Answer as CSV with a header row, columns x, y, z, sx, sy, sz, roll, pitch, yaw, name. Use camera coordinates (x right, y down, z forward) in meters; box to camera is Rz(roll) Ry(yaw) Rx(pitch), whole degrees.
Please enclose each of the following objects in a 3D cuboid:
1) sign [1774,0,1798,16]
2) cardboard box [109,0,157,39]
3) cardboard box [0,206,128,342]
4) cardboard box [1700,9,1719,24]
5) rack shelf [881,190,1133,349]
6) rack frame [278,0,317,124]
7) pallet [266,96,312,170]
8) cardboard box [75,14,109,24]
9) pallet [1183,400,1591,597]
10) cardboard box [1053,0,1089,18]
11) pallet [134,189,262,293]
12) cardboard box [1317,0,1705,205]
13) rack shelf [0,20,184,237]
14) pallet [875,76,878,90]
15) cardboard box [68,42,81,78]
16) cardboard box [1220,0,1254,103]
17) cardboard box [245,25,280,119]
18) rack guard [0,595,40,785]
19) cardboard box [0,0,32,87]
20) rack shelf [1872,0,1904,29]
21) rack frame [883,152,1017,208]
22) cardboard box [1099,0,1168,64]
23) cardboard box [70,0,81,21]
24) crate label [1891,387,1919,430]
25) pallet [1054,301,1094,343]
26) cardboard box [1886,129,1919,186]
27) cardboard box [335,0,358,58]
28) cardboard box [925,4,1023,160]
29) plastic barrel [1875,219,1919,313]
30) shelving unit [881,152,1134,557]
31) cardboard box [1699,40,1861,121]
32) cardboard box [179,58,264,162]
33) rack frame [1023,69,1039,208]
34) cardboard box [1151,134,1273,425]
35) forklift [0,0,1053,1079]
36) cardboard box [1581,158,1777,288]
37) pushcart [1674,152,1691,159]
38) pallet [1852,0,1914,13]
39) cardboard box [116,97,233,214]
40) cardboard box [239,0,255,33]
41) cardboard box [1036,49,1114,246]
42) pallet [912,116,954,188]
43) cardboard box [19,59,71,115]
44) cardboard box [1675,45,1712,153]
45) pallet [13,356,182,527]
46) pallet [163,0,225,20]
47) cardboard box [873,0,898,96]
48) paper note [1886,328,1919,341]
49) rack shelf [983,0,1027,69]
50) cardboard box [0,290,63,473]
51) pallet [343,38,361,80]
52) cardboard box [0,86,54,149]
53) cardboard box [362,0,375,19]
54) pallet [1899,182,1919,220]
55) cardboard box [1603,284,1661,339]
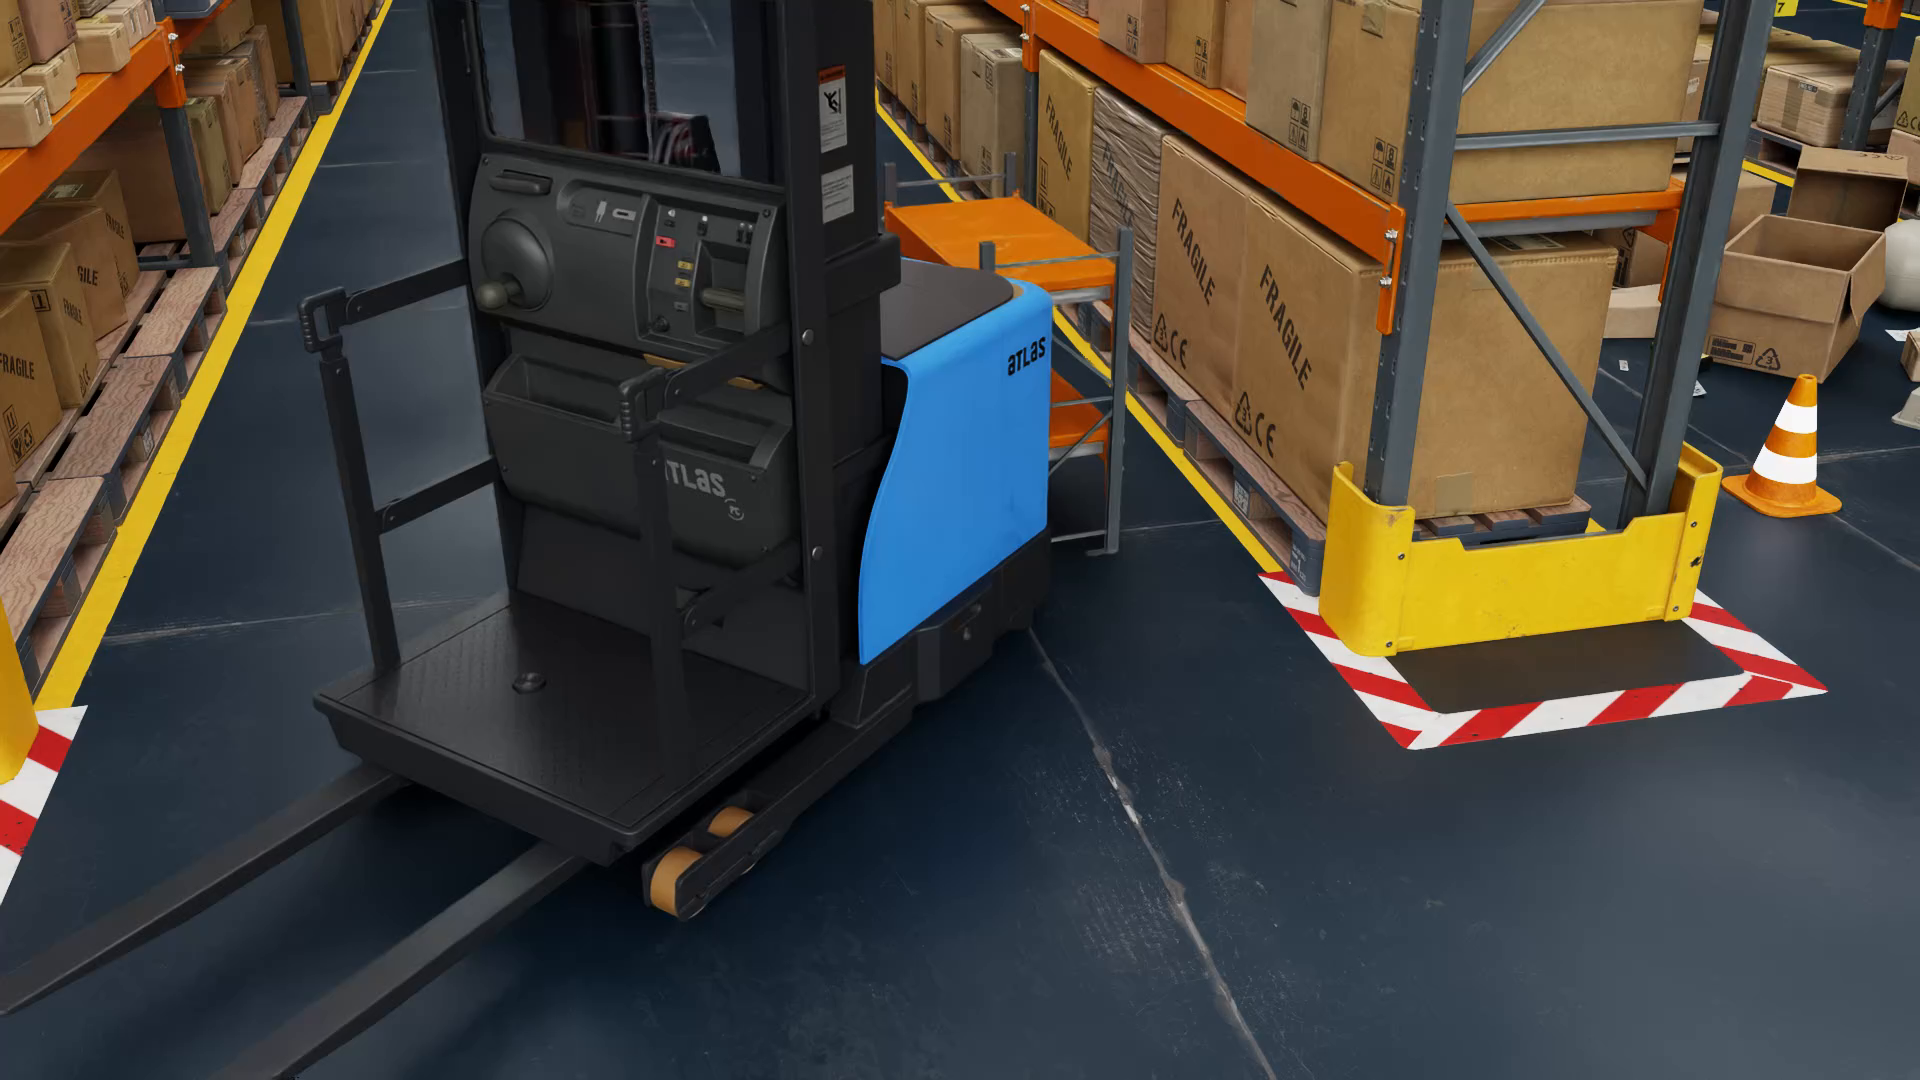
x,y,z,sx,sy,sz,roll,pitch,yaw,name
2.271,-1.599,4.539,0.100,0.325,0.005,-6,27,-12,sign
-3.692,-2.243,7.144,0.380,0.149,0.250,-6,27,-12,cardboard box
-3.840,-1.061,6.831,0.500,0.500,0.500,2,27,5,cardboard box
5.018,-3.624,12.052,0.950,0.372,0.625,-6,27,-13,cardboard box
0.133,-0.910,5.654,0.538,0.278,1.000,-9,28,-17,rack shelf
-4.929,-4.176,10.694,1.000,3.000,0.127,-6,27,-12,rack frame
-4.754,-2.588,10.642,1.003,0.211,1.213,-6,27,-12,pallet
-3.647,-2.016,6.695,0.380,0.149,0.250,-6,27,-12,cardboard box
1.473,-0.221,5.954,1.003,0.211,1.213,-6,27,-12,pallet
0.923,-2.785,7.773,0.875,0.550,0.550,-6,27,-12,cardboard box
-4.204,-1.516,8.520,1.003,0.211,1.213,-6,27,-12,pallet
1.602,-1.348,4.926,0.875,0.550,0.550,-6,27,-12,cardboard box
-3.577,-1.221,5.638,1.077,0.370,4.000,-6,27,-12,rack shelf
-0.248,-3.733,12.912,1.003,0.211,1.213,-6,27,-12,pallet
-3.555,-1.795,6.256,0.380,0.149,0.250,-6,27,-12,cardboard box
1.453,-1.846,5.912,0.875,0.550,0.550,-6,27,-12,cardboard box
-4.758,-2.964,10.579,0.700,0.500,0.500,-7,28,-14,cardboard box
-3.143,0.419,4.365,1.175,0.500,0.348,-6,27,-12,rack guard
-3.624,-1.737,5.422,0.875,0.500,0.500,-6,27,-12,cardboard box
6.079,-2.227,7.631,1.077,0.370,4.000,-6,27,-12,rack shelf
-0.033,-0.865,6.215,0.500,1.125,0.032,-9,28,-17,rack frame
1.076,-2.297,6.806,0.875,0.550,0.550,-6,27,-12,cardboard box
-3.908,-2.170,6.280,0.875,0.500,0.500,-6,27,-12,cardboard box
3.933,-0.527,6.641,0.250,0.136,0.298,-23,35,-38,crate label
0.923,-1.292,8.076,1.003,0.211,1.213,-6,27,-12,pallet
5.498,-2.100,9.166,0.500,0.250,0.500,-7,28,-14,cardboard box
-5.257,-4.112,12.459,1.225,0.875,0.875,-6,27,-11,cardboard box
0.387,-2.749,9.899,1.050,0.750,0.750,-6,27,-12,cardboard box
4.589,-1.273,7.802,0.512,0.421,0.421,13,30,24,plastic barrel
0.133,-0.648,5.786,0.538,1.125,1.048,-9,28,-17,shelving unit
5.342,-2.986,10.787,0.950,0.372,0.625,-4,27,-8,cardboard box
-4.486,-2.474,9.608,0.700,0.500,0.500,-4,27,-7,cardboard box
0.828,-2.879,8.125,1.000,3.000,0.127,-6,27,-12,rack frame
1.312,-1.039,6.371,0.875,0.875,0.875,-6,27,-12,cardboard box
-0.927,-0.649,3.782,1.130,2.935,3.031,16,31,29,forklift
3.448,-1.540,8.092,0.797,0.637,0.503,-6,27,-12,cardboard box
3.418,-2.002,9.297,1.648,0.377,0.936,-16,31,-29,pushcart
9.159,-5.309,16.034,1.003,0.211,1.213,-6,27,-12,pallet
-4.234,-1.983,8.636,0.700,0.500,0.500,-6,27,-12,cardboard box
-4.748,-3.300,10.413,0.500,0.250,0.500,-5,27,-9,cardboard box
0.901,-1.835,7.948,0.875,0.875,0.875,-6,27,-11,cardboard box
0.302,-2.502,10.472,1.003,0.211,1.213,-6,27,-12,pallet
-3.369,-1.583,5.836,0.380,0.149,0.250,-6,27,-12,cardboard box
3.900,-2.454,9.217,0.500,0.500,0.500,-6,27,-12,cardboard box
-3.563,-0.347,6.203,1.003,0.211,1.213,-6,27,-12,pallet
-4.058,-2.684,7.952,1.003,0.211,1.213,-6,27,-12,pallet
-0.024,-3.542,11.469,1.050,0.750,0.750,-6,27,-12,cardboard box
4.332,-0.940,7.592,0.148,0.019,0.142,3,27,6,paper note
0.377,-3.436,10.027,1.077,0.370,4.000,-6,27,-12,rack shelf
-3.541,-0.547,5.812,0.500,0.500,0.500,-3,27,-7,cardboard box
-5.304,-3.819,13.082,1.003,0.211,1.213,-6,27,-12,pallet
-3.201,-1.369,5.413,0.380,0.149,0.250,-6,27,-12,cardboard box
-5.666,-4.892,14.005,1.225,0.875,0.875,-6,27,-11,cardboard box
5.814,-1.890,9.260,1.003,0.211,1.213,-6,27,-12,pallet
3.010,-1.091,7.617,0.396,0.266,0.258,-1,27,-3,cardboard box
